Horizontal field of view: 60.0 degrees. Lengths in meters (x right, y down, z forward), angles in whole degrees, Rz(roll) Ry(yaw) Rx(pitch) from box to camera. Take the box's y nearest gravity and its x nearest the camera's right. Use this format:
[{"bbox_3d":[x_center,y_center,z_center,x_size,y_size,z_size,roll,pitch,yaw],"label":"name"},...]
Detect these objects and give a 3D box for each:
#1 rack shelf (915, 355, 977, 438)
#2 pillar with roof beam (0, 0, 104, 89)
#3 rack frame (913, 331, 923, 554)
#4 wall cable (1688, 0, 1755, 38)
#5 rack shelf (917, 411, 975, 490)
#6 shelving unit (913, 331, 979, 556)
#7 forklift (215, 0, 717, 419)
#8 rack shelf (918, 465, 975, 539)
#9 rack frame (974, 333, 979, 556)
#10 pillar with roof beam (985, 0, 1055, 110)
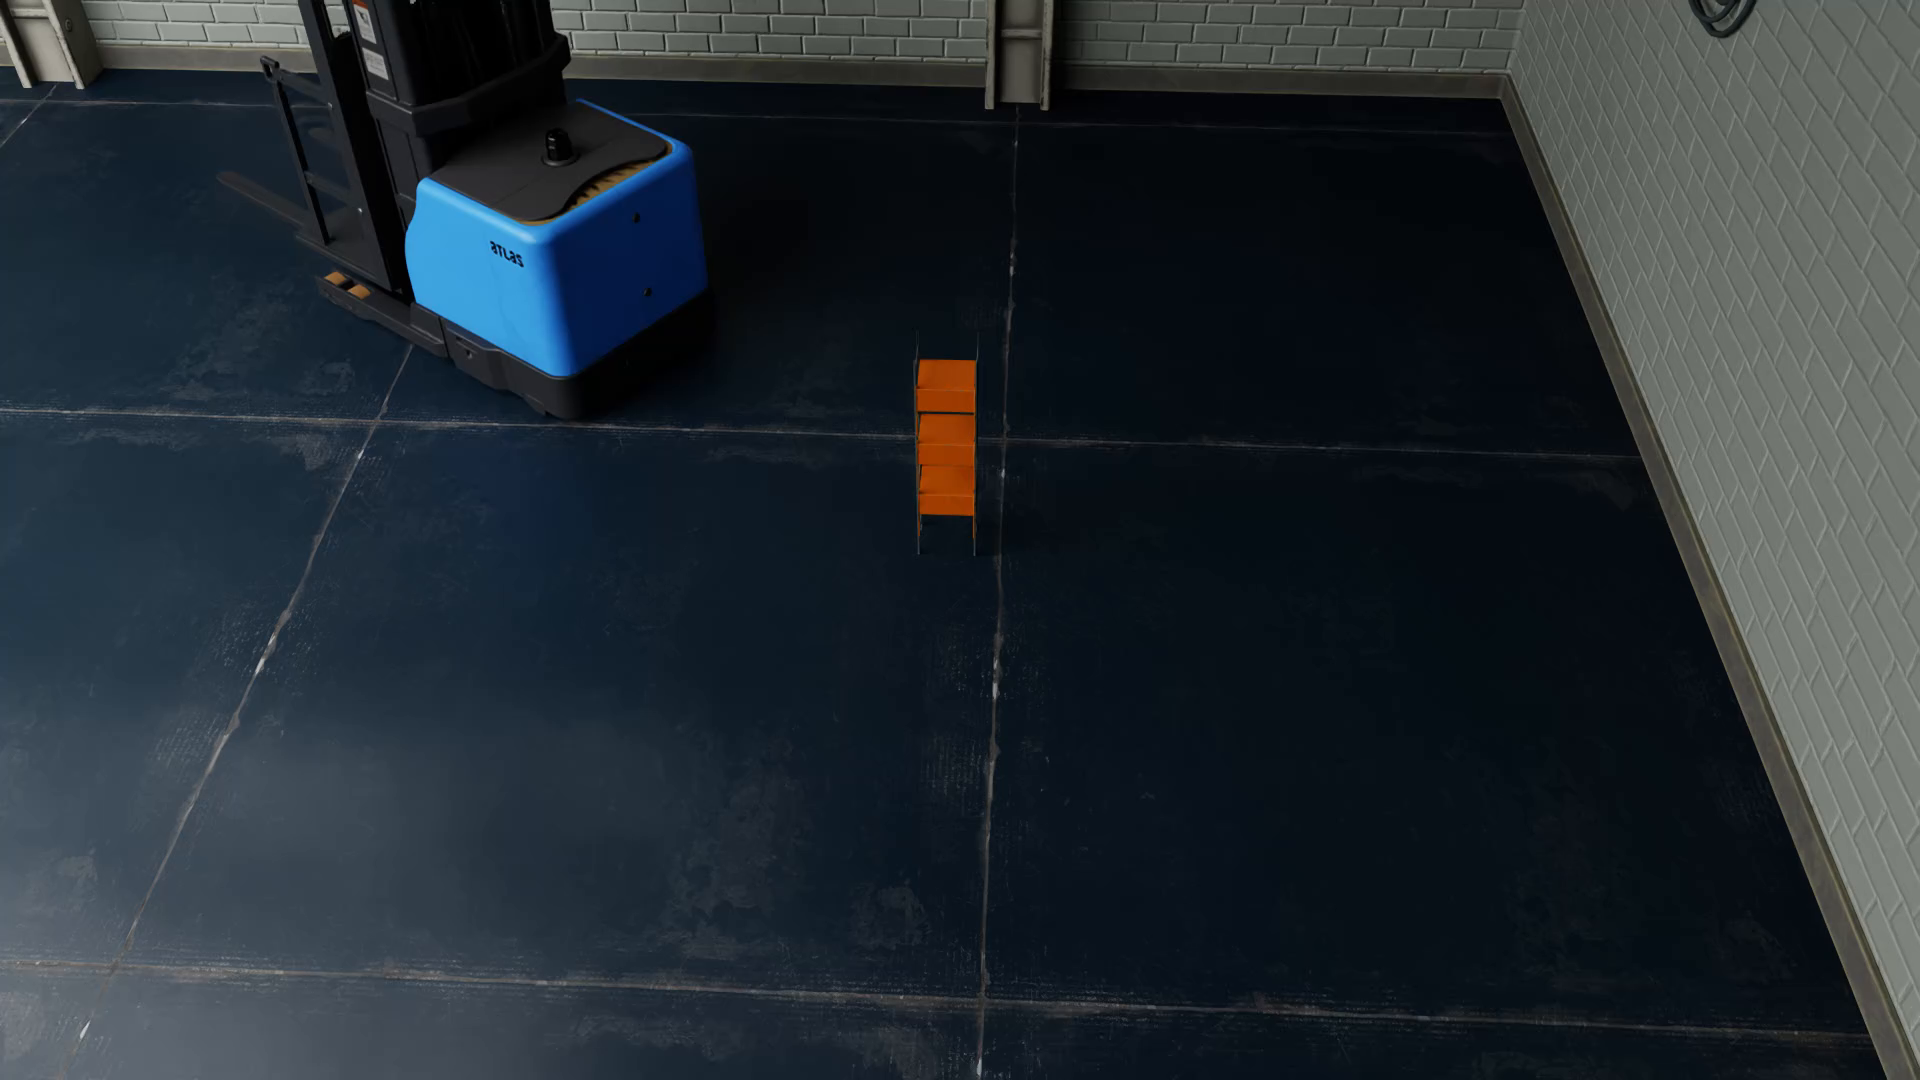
[{"bbox_3d":[-0.053,-0.586,6.793,0.240,0.259,0.215,2,43,2],"label":"rack shelf"},{"bbox_3d":[-5.830,-3.280,4.254,0.400,9.000,9.100,2,43,2],"label":"pillar with roof beam"},{"bbox_3d":[-0.175,-0.390,6.983,0.008,1.050,0.200,2,43,2],"label":"rack frame"},{"bbox_3d":[3.241,-3.900,7.198,0.112,2.526,3.097,2,43,2],"label":"wall cable"},{"bbox_3d":[-0.053,-0.378,6.987,0.240,0.259,0.215,2,43,2],"label":"rack shelf"},{"bbox_3d":[-0.053,-0.386,6.979,0.252,1.050,0.215,2,43,2],"label":"shelving unit"},{"bbox_3d":[-2.706,-2.473,7.839,3.031,2.935,1.130,28,50,26],"label":"forklift"},{"bbox_3d":[-0.053,-0.175,7.176,0.240,0.259,0.215,2,43,2],"label":"rack shelf"},{"bbox_3d":[0.068,-0.382,6.975,0.008,1.050,0.200,2,43,2],"label":"rack frame"},{"bbox_3d":[0.164,-3.096,4.057,0.400,9.000,9.100,2,43,2],"label":"pillar with roof beam"}]
